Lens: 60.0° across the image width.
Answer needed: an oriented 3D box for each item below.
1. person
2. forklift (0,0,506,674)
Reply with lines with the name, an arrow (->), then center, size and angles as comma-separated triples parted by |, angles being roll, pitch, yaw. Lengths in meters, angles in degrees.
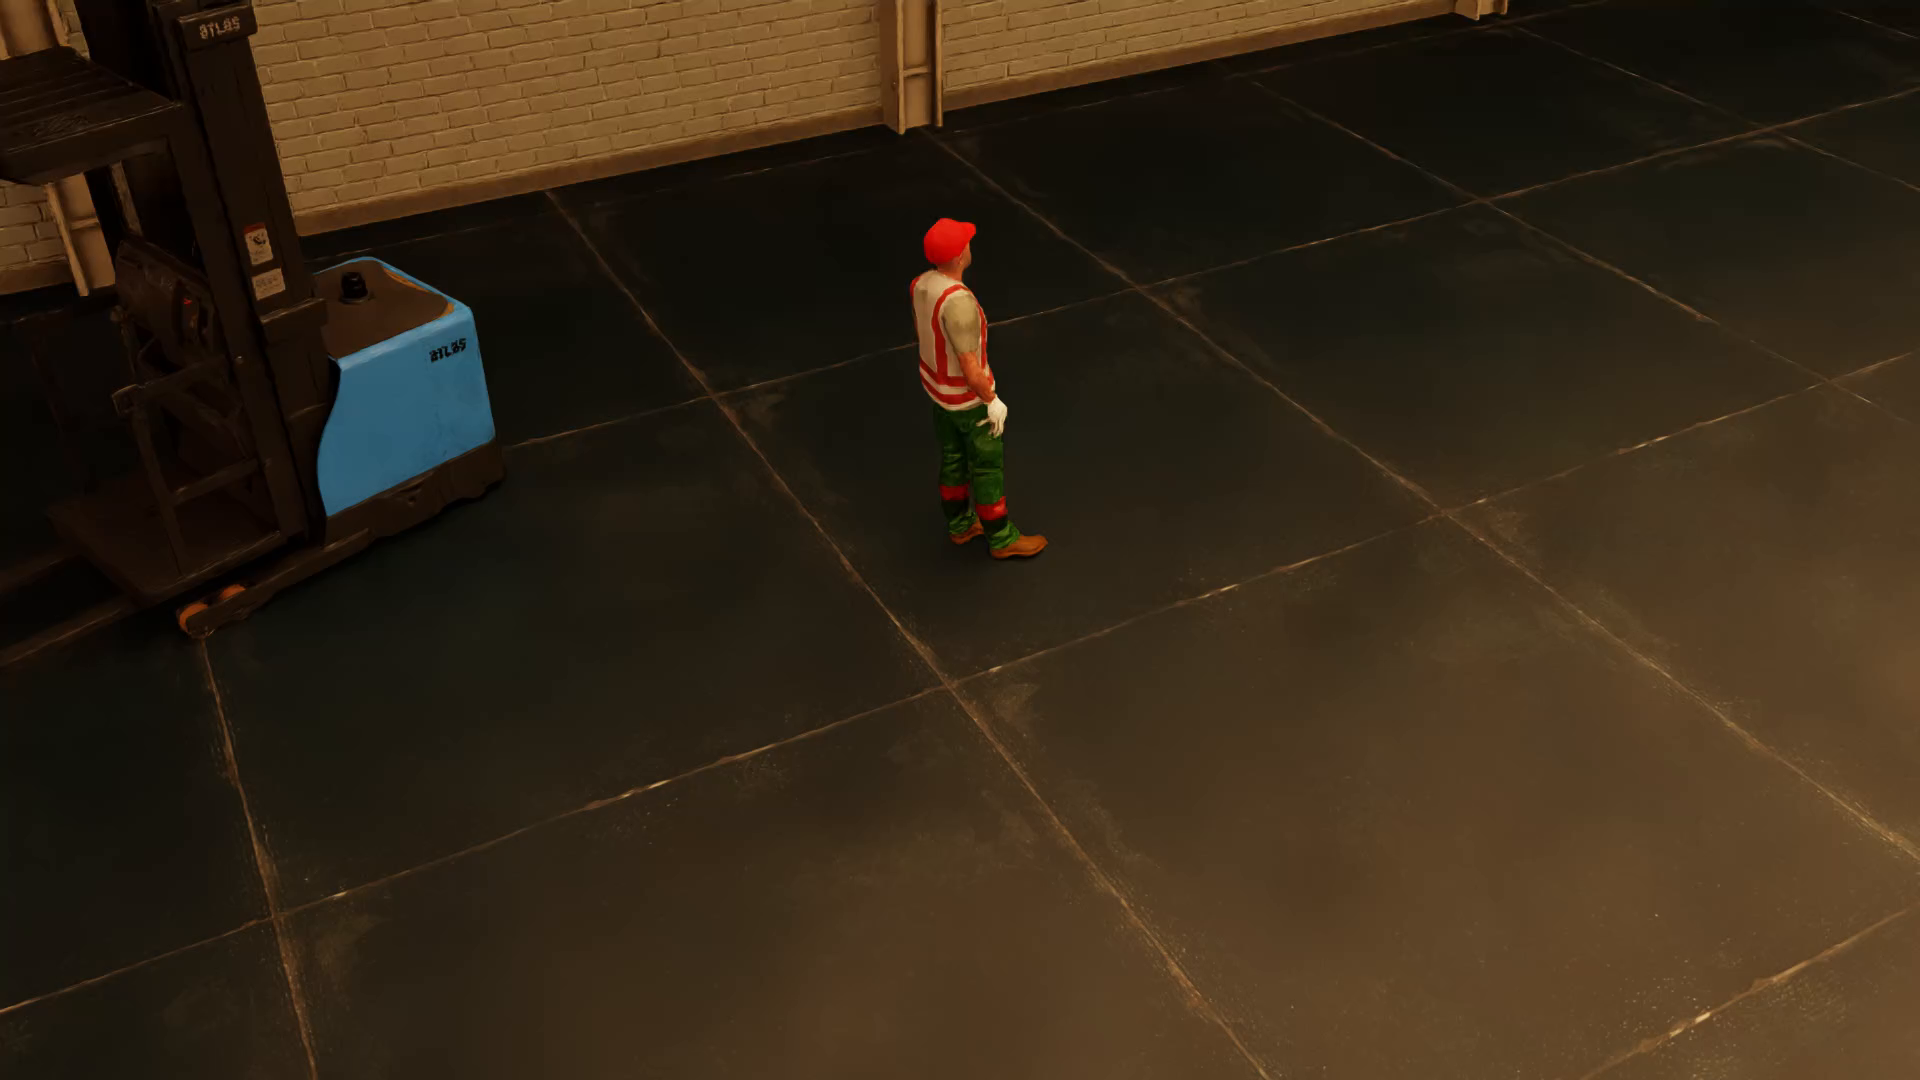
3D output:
person -> 0.076, -0.752, 8.165 | 0.563, 1.787, 0.637 | -17, 39, -23
forklift -> -3.834, -1.058, 7.619 | 1.130, 2.935, 3.031 | 27, 44, 33
